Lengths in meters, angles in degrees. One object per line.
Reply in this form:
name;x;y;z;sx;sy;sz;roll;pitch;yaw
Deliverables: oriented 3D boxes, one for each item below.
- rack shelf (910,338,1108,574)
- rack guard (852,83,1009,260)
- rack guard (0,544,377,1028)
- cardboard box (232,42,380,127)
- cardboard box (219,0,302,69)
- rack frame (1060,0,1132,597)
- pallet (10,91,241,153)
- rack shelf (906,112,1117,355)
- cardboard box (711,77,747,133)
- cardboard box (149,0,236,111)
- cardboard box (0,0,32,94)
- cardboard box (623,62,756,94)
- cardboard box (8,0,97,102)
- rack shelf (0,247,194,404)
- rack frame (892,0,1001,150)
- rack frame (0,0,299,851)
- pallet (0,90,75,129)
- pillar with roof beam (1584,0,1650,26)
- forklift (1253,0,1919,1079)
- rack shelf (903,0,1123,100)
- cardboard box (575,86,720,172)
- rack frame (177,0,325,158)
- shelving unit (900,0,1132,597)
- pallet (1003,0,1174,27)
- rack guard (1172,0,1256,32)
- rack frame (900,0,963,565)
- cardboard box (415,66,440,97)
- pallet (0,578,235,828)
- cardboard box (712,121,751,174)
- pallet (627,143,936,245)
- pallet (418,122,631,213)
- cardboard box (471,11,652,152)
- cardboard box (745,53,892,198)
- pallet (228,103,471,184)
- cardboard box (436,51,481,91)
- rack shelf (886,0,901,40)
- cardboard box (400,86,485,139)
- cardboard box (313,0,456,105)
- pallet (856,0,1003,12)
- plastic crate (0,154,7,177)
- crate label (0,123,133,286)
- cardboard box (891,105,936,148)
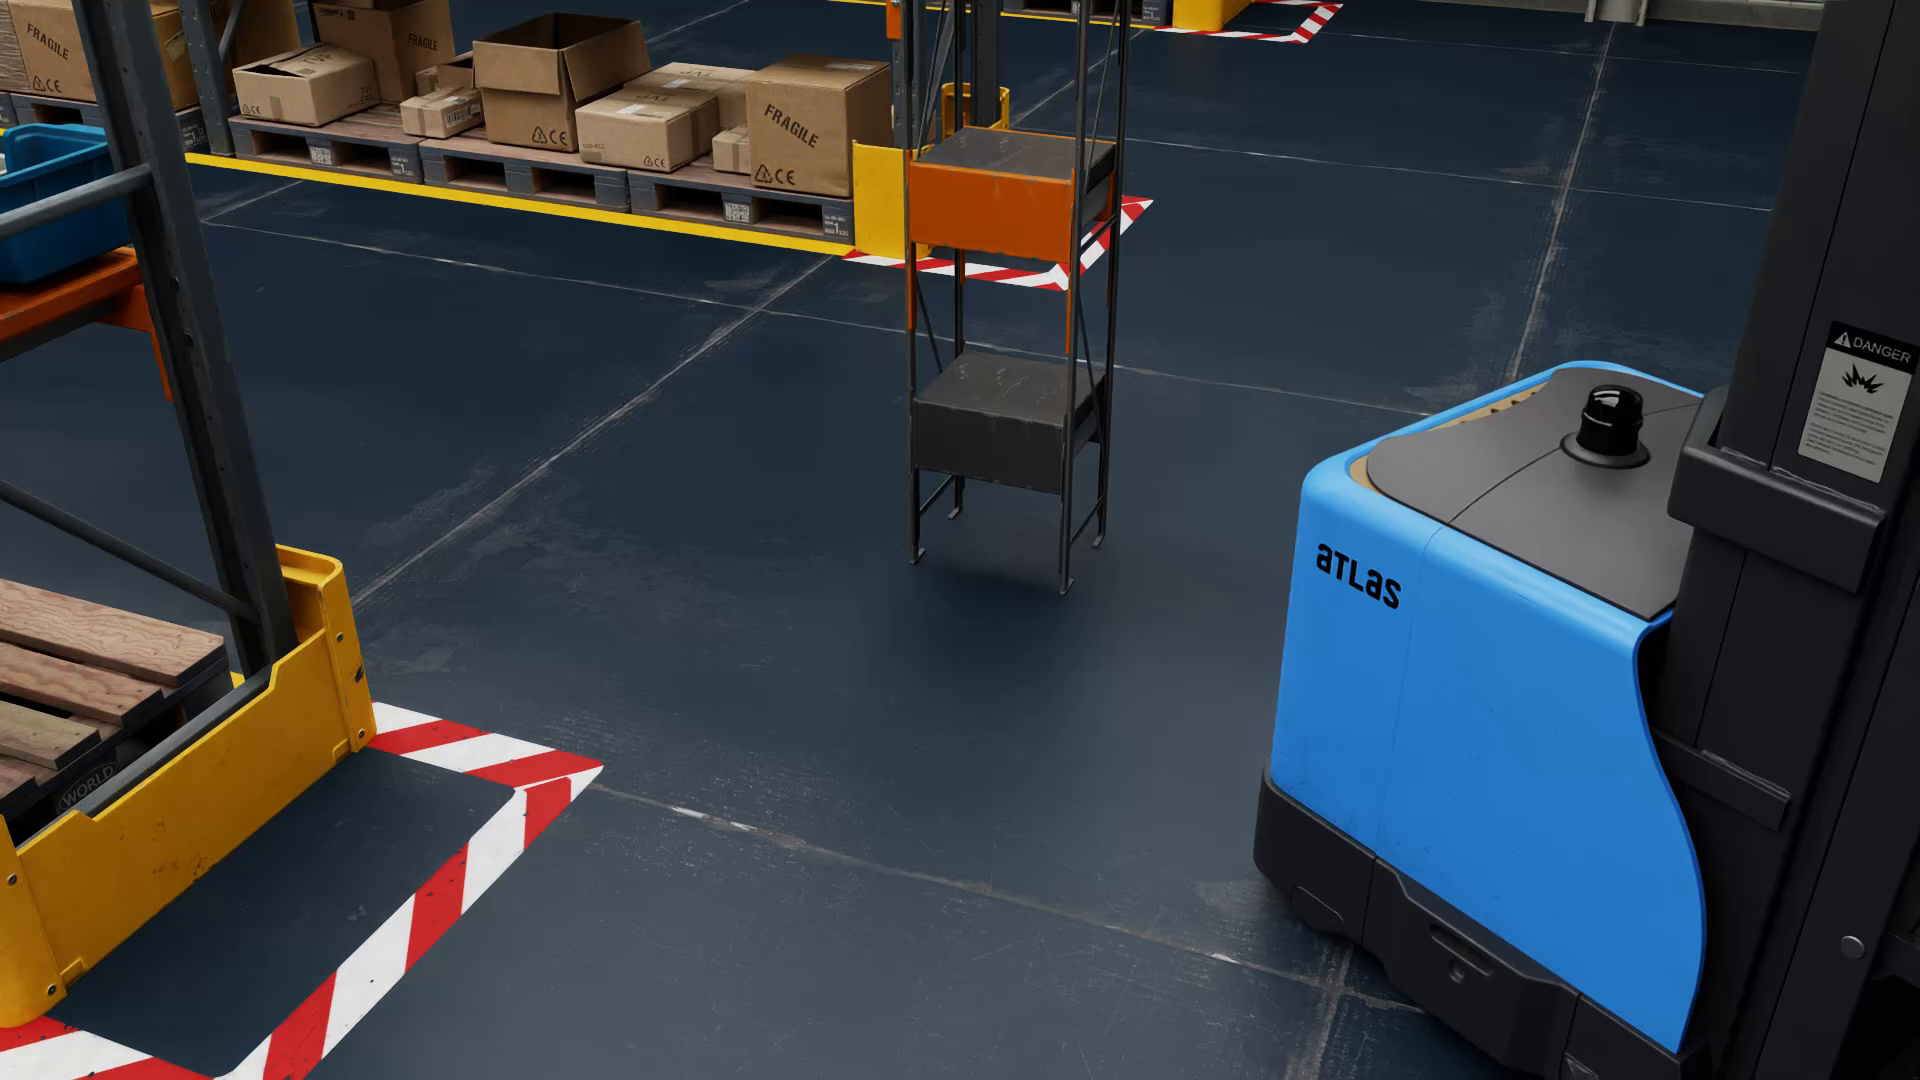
rack shelf;0.153;-0.262;5.030;0.480;0.518;0.431;11;31;19
rack guard;-0.118;-1.762;7.859;0.348;0.500;1.175;11;31;19
rack guard;-1.886;0.509;3.842;0.348;0.500;1.175;11;31;19
cardboard box;-3.447;-2.421;8.770;0.500;0.311;0.500;11;31;19
cardboard box;-4.111;-2.880;9.390;0.500;0.500;0.500;10;31;17
rack frame;0.379;-0.838;4.599;0.015;2.100;0.400;11;31;19
pallet;-4.522;-2.495;9.450;1.213;0.211;1.003;11;31;19
rack shelf;0.153;-0.872;4.686;0.480;0.518;0.431;11;31;19
cardboard box;-0.908;-2.153;8.358;0.500;0.250;0.500;11;31;19
cardboard box;-4.319;-2.640;8.965;0.500;0.500;0.500;11;31;19
cardboard box;-5.239;-2.828;9.298;0.500;0.500;0.500;12;32;20
cardboard box;-1.372;-2.245;8.521;0.500;0.250;0.500;11;31;19
cardboard box;-4.774;-2.735;9.134;0.500;0.500;0.500;11;31;19
rack shelf;-3.767;-0.635;4.056;4.000;0.370;1.077;11;31;19
rack frame;-0.048;-2.836;7.219;0.127;3.000;1.000;11;31;19
rack frame;-1.914;-0.578;3.224;0.127;3.000;1.000;11;31;19
pallet;-5.657;-2.720;9.848;1.213;0.211;1.003;11;31;19
pillar with roof beam;3.020;-5.639;6.081;0.400;9.000;9.100;11;31;19
forklift;1.965;-0.056;2.370;1.130;2.935;3.031;-21;35;-32
rack shelf;0.153;-1.481;4.341;0.480;0.518;0.431;11;31;19
cardboard box;-1.513;-2.008;8.102;0.500;0.250;0.500;11;31;19
rack frame;-3.754;-3.576;8.528;0.127;3.000;1.000;11;31;19
shelving unit;0.153;-0.883;4.679;0.503;2.100;0.431;11;31;19
pallet;1.041;-3.994;12.101;1.213;0.211;1.003;11;31;19
rack guard;1.833;-4.003;11.823;0.348;0.500;1.175;11;31;19
rack frame;-0.073;-0.929;4.759;0.015;2.100;0.400;11;31;19
cardboard box;-2.750;-2.508;9.089;0.250;0.149;0.380;11;31;19
pallet;-2.663;0.466;4.212;1.213;0.211;1.003;11;31;19
cardboard box;-0.986;-1.898;7.992;0.250;0.166;0.380;11;31;19
pallet;-0.857;-1.783;8.190;1.213;0.211;1.003;11;31;19
pallet;-1.984;-2.009;8.591;1.213;0.211;1.003;11;31;19
cardboard box;-2.011;-2.335;8.423;0.637;0.503;0.797;11;31;19
cardboard box;-0.644;-1.928;7.705;0.500;0.500;0.500;11;31;19
pallet;-3.118;-2.234;8.989;1.213;0.211;1.003;11;31;19
cardboard box;-2.425;-2.482;8.878;0.500;0.311;0.500;11;31;19
rack shelf;-1.901;-2.893;8.051;4.000;0.370;1.077;11;31;19
cardboard box;-2.641;-2.202;8.530;0.250;0.166;0.380;11;31;19
cardboard box;-3.120;-2.703;9.077;0.500;0.500;0.500;11;31;19
pallet;-0.086;-4.220;12.502;1.213;0.211;1.003;11;31;19
plastic crate;-2.285;-0.782;3.793;0.298;0.136;0.250;11;31;19
crate label;-2.019;-0.727;3.597;0.303;0.233;0.416;11;31;19
cardboard box;-0.307;-2.021;8.226;0.250;0.149;0.380;11;31;19
